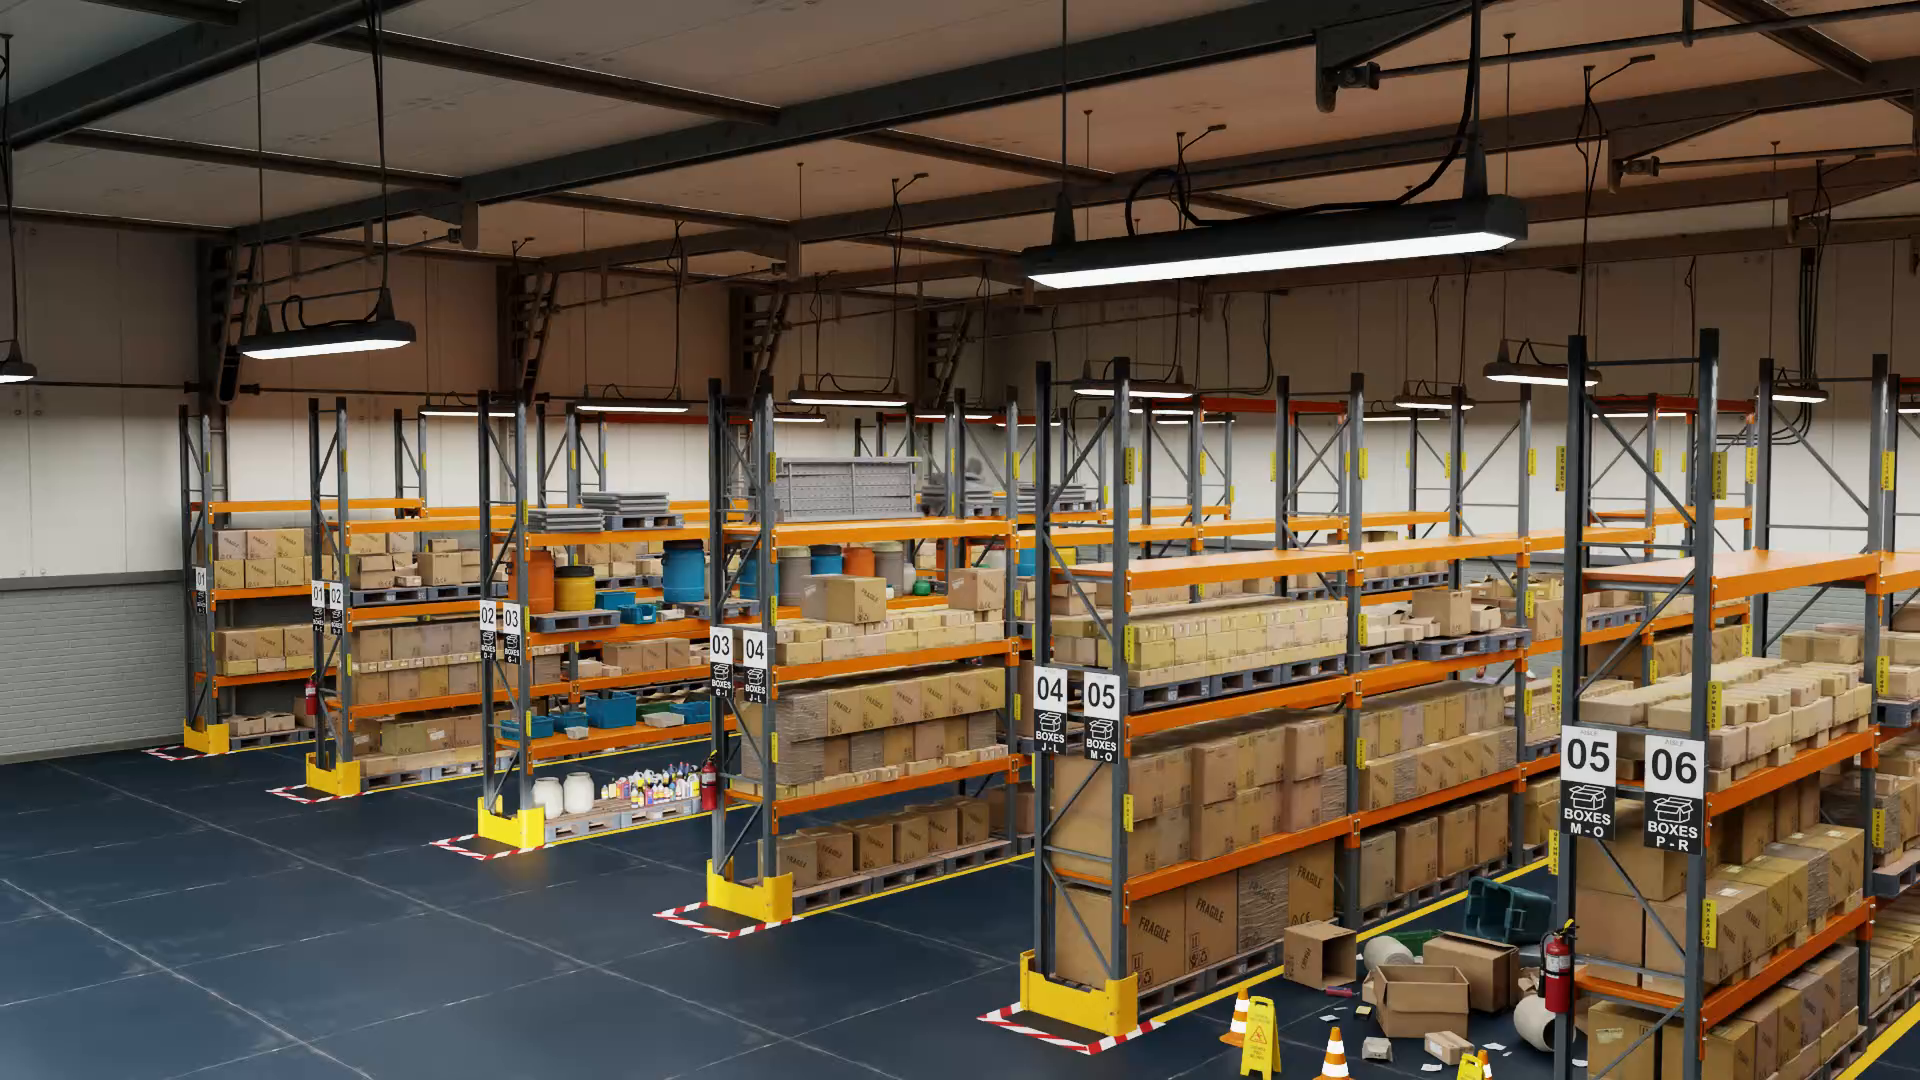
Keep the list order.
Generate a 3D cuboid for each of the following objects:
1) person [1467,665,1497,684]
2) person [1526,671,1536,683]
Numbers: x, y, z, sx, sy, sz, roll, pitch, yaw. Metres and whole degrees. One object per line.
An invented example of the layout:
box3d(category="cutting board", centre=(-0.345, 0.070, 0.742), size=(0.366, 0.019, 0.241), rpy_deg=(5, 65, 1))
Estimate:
box3d(category="person", centre=(8.697, 2.882, 27.743), size=(0.590, 1.695, 0.862), rpy_deg=(2, 4, 36))
box3d(category="person", centre=(8.926, 2.927, 25.984), size=(0.798, 1.775, 0.661), rpy_deg=(-3, 4, -43))
